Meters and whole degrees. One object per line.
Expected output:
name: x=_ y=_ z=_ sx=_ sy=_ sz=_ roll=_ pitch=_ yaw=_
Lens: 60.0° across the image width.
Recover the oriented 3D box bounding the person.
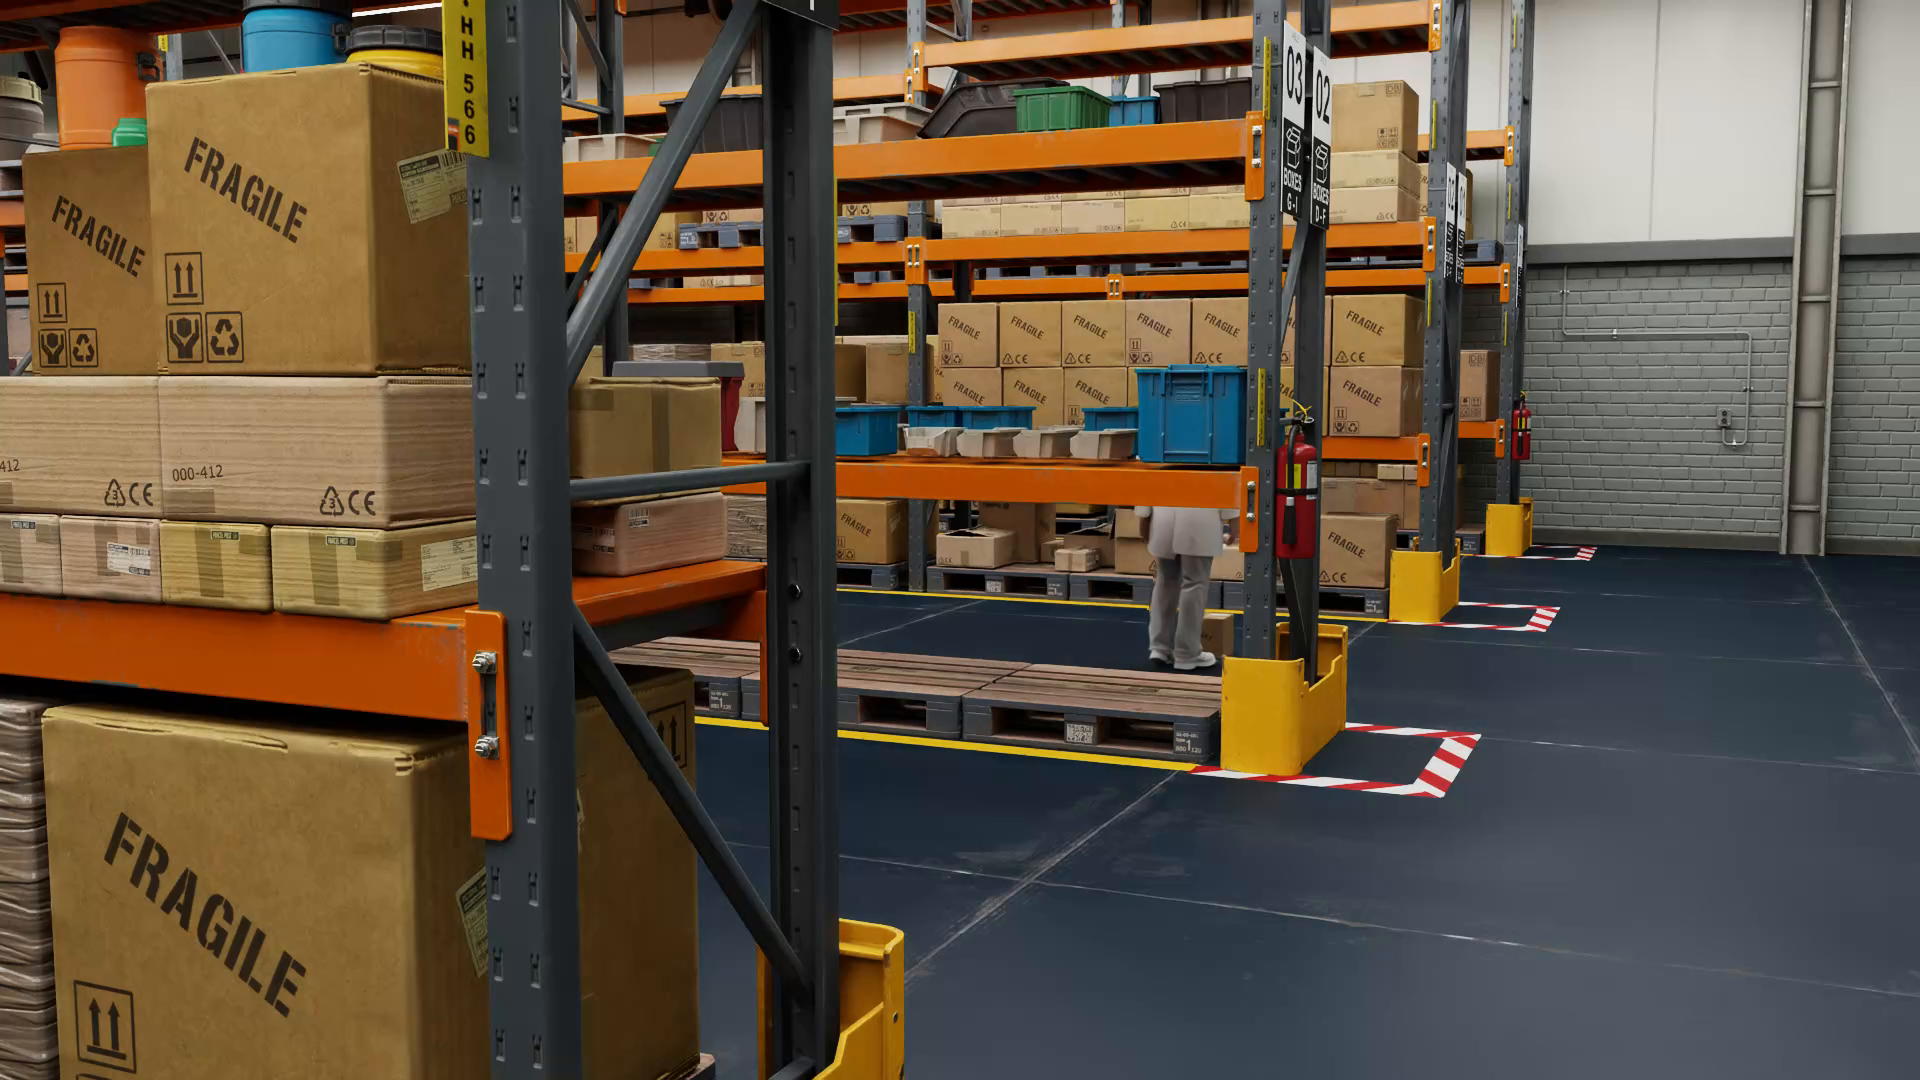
person: x=1.374 y=-0.113 z=9.811 sx=0.643 sy=1.830 sz=0.467 roll=3 pitch=6 yaw=32
